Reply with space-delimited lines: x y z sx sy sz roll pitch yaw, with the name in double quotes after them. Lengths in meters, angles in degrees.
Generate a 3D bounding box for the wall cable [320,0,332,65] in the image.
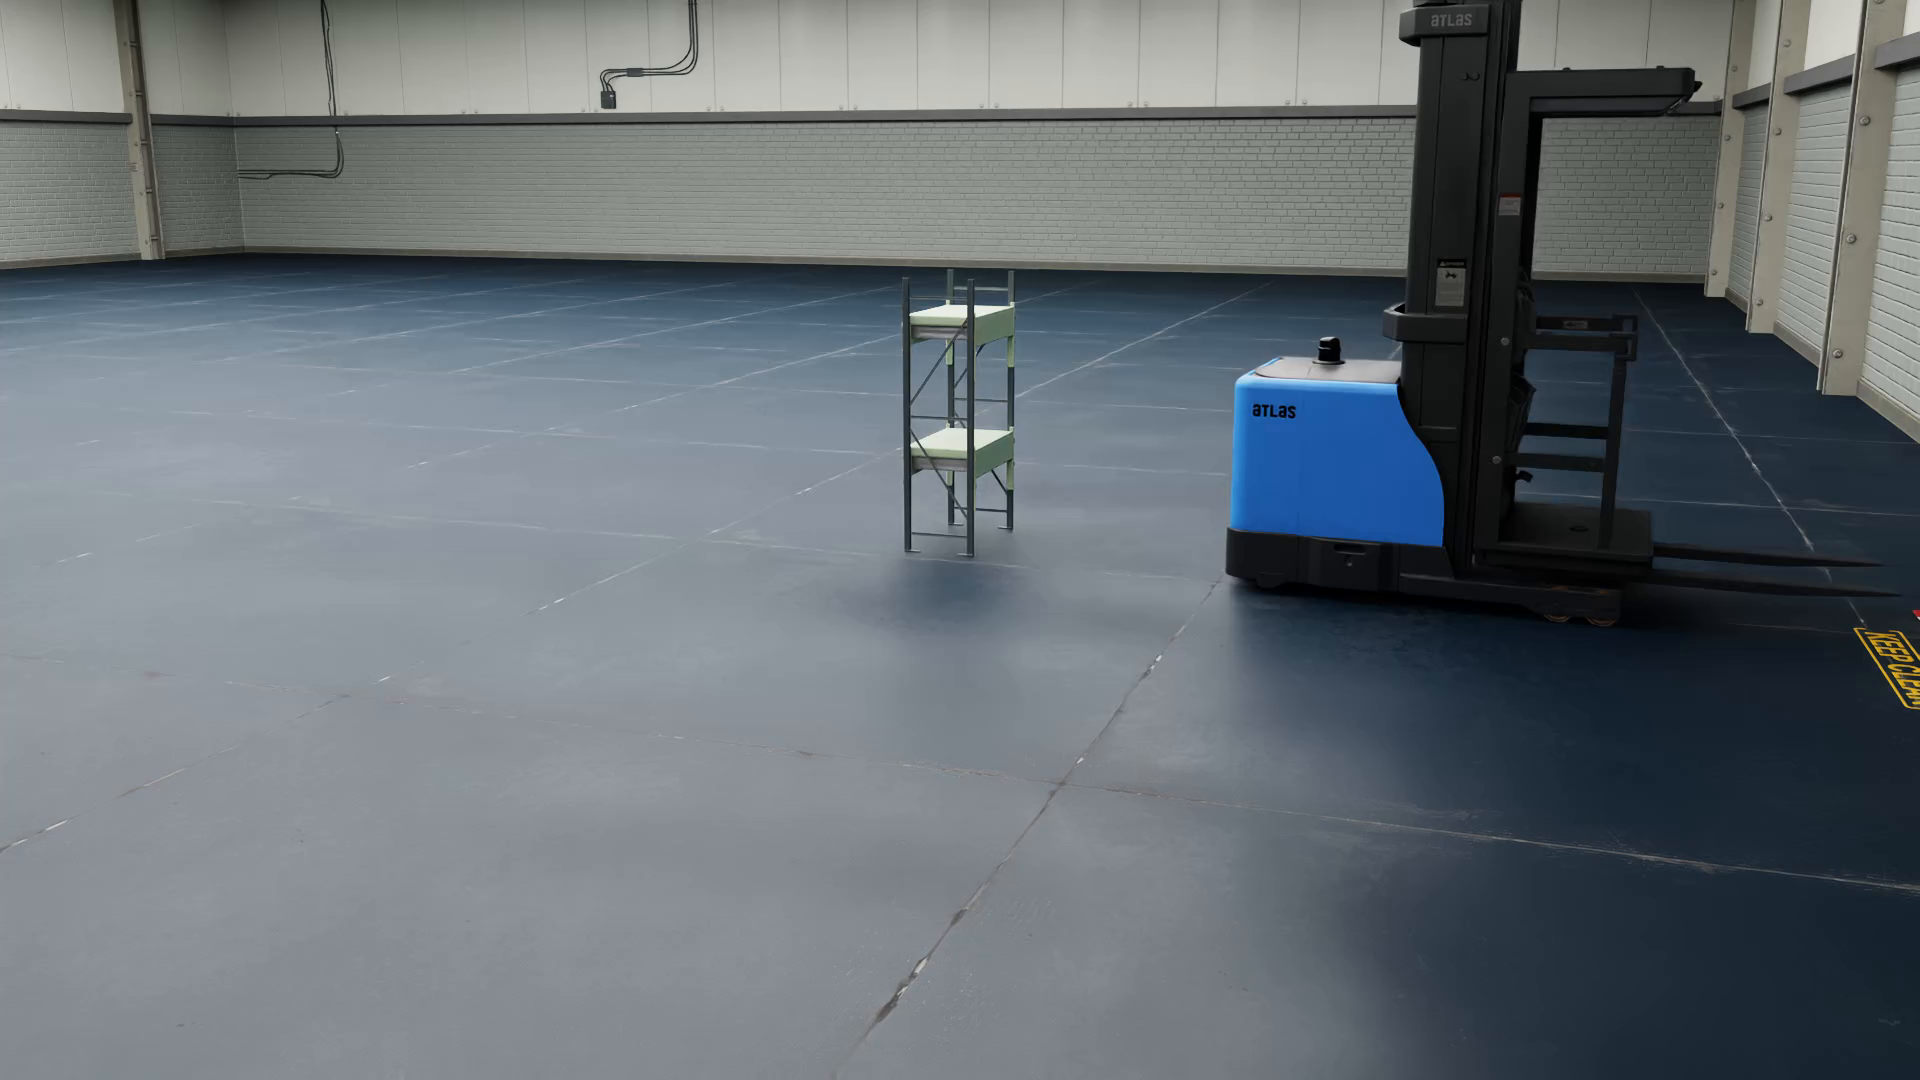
-12.963 -11.837 36.756 3.097 2.526 0.112 4 14 18 "wall cable"

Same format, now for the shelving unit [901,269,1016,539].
0.003 -0.733 9.330 0.431 1.500 0.748 4 14 18 "shelving unit"

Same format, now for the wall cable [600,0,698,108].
-6.545 -12.055 34.438 2.305 6.003 0.169 4 14 18 "wall cable"

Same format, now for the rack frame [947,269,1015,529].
0.121 -0.810 9.665 0.400 1.500 0.023 4 14 18 "rack frame"

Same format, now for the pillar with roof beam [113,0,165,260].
-13.653 -10.249 34.167 9.100 9.000 0.400 4 14 18 "pillar with roof beam"

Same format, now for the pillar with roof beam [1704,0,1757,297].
8.005 -8.601 26.946 9.100 9.000 0.400 4 14 18 "pillar with roof beam"

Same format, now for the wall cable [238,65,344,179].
-15.522 -9.570 38.171 3.097 2.526 0.112 4 14 18 "wall cable"

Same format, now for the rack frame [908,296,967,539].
-0.118 -0.656 8.990 0.380 1.308 0.010 4 14 18 "rack frame"

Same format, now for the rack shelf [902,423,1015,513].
0.002 -0.415 9.400 0.431 0.370 0.720 4 14 18 "rack shelf"

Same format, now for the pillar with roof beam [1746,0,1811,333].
6.064 -7.337 21.412 9.100 9.000 0.400 4 14 18 "pillar with roof beam"

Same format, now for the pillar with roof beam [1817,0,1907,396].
4.123 -6.074 15.877 9.100 9.000 0.400 4 14 18 "pillar with roof beam"

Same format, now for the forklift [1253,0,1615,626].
-9.555 -0.925 7.095 23.305 2.867 12.119 5 14 21 "forklift"

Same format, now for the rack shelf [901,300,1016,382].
0.002 -1.113 9.240 0.431 0.370 0.720 4 14 18 "rack shelf"
